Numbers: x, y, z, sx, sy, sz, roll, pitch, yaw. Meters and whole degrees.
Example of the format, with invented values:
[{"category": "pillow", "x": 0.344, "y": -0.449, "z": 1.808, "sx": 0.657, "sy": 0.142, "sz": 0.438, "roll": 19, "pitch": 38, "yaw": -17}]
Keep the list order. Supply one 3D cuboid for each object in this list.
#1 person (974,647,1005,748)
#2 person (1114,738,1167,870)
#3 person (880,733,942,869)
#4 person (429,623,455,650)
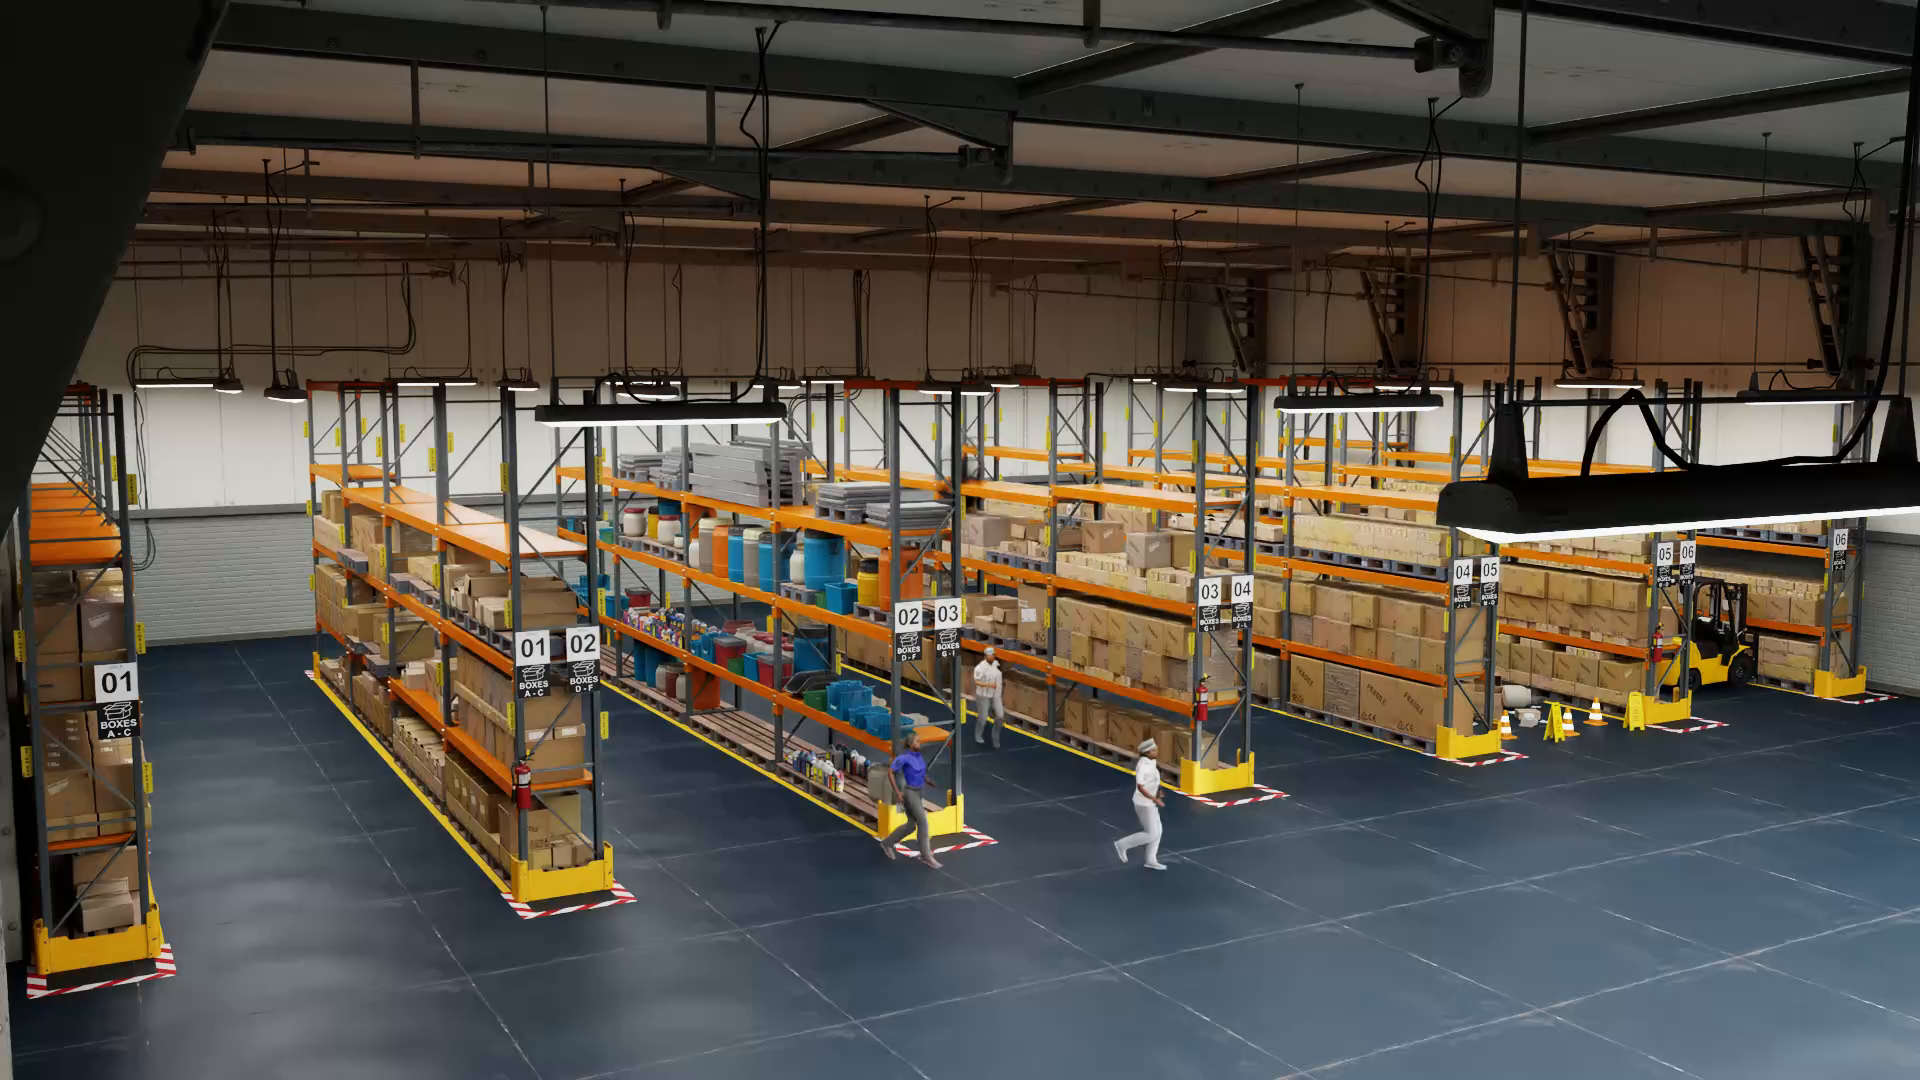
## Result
[{"category": "person", "x": 0.484, "y": 2.610, "z": 27.437, "sx": 0.599, "sy": 1.723, "sz": 0.711, "roll": -3, "pitch": 7, "yaw": -26}, {"category": "person", "x": 2.273, "y": 3.300, "z": 20.861, "sx": 0.658, "sy": 1.686, "sz": 0.581, "roll": 1, "pitch": 6, "yaw": 6}, {"category": "person", "x": -0.569, "y": 3.275, "z": 21.077, "sx": 0.836, "sy": 1.648, "sz": 0.609, "roll": 2, "pitch": 6, "yaw": 21}, {"category": "person", "x": -10.865, "y": 1.800, "z": 34.584, "sx": 0.629, "sy": 1.688, "sz": 0.759, "roll": 5, "pitch": 8, "yaw": 40}]
